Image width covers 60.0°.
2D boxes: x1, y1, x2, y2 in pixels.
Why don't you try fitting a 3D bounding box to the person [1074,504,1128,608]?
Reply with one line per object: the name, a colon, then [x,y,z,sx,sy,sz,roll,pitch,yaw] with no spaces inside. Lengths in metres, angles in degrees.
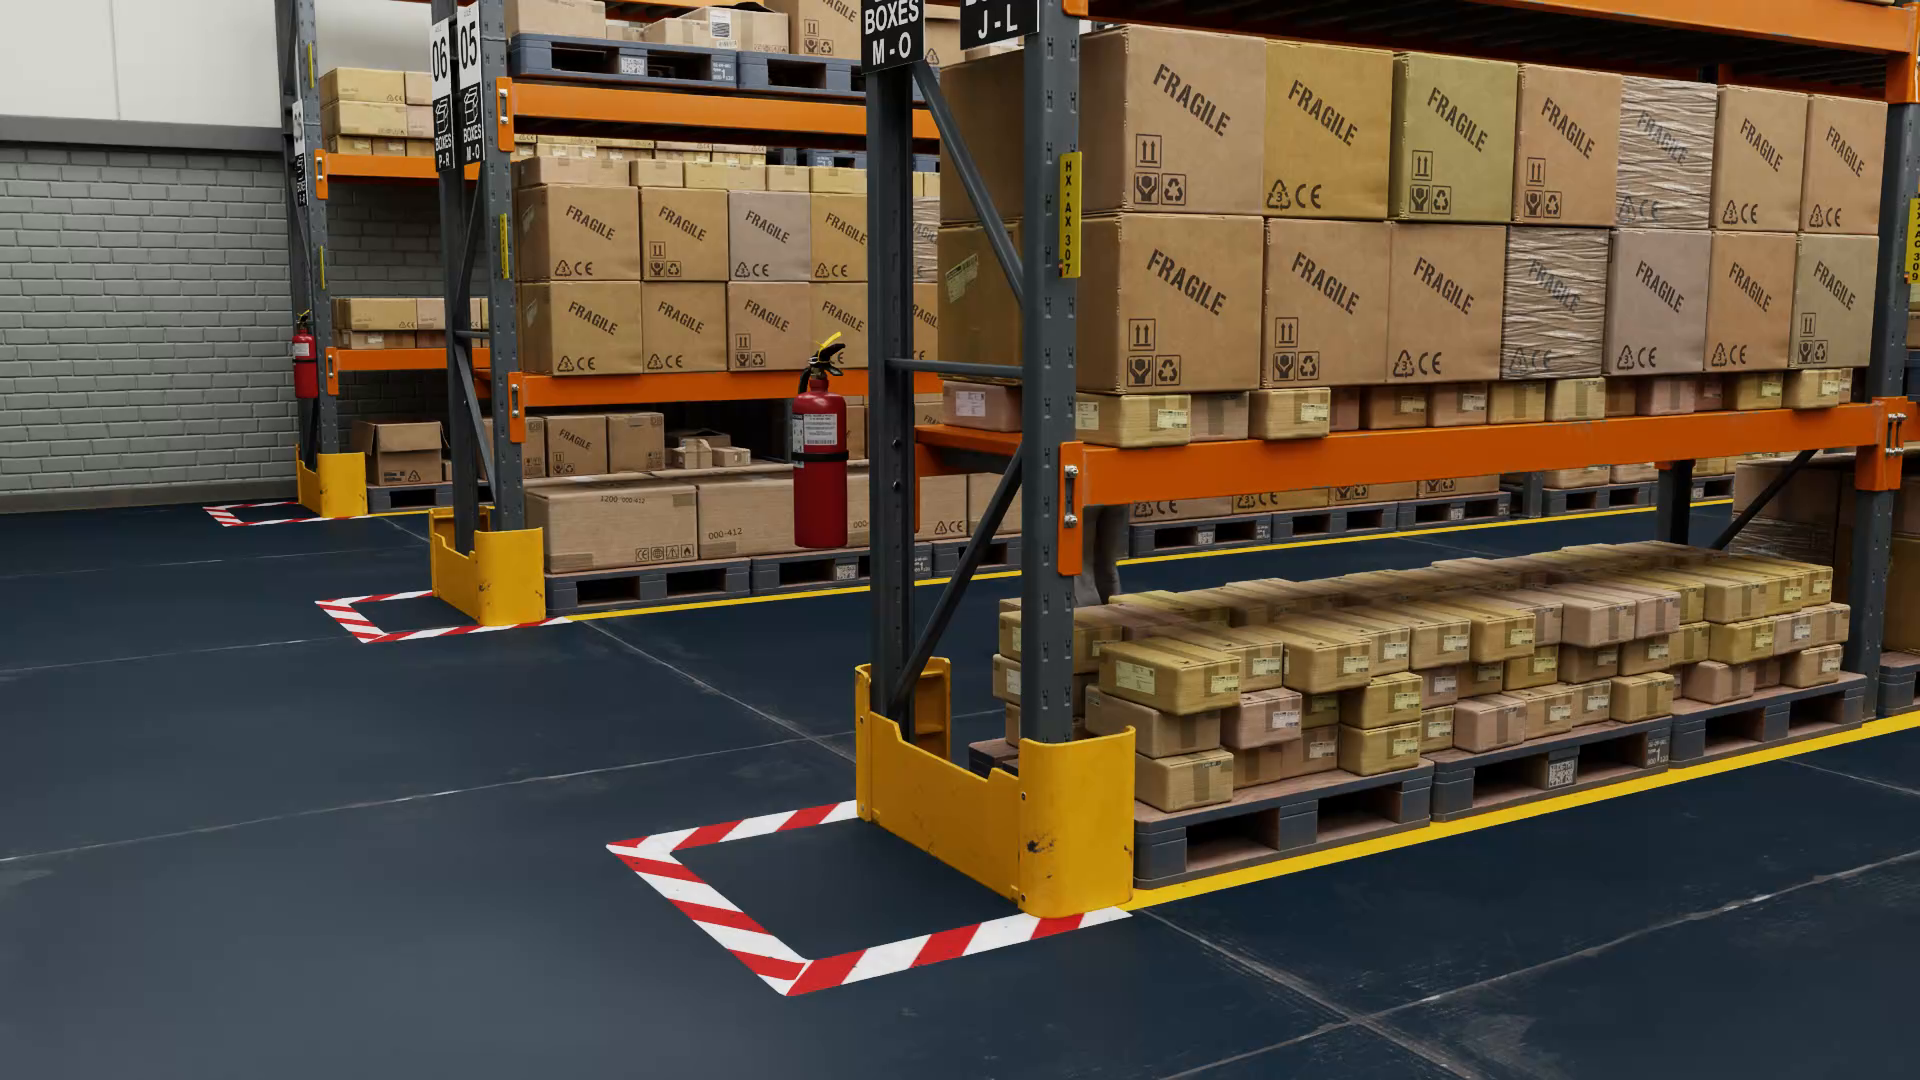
person: [0.600,-0.163,7.612,0.409,1.609,0.369,-5,10,-30]
